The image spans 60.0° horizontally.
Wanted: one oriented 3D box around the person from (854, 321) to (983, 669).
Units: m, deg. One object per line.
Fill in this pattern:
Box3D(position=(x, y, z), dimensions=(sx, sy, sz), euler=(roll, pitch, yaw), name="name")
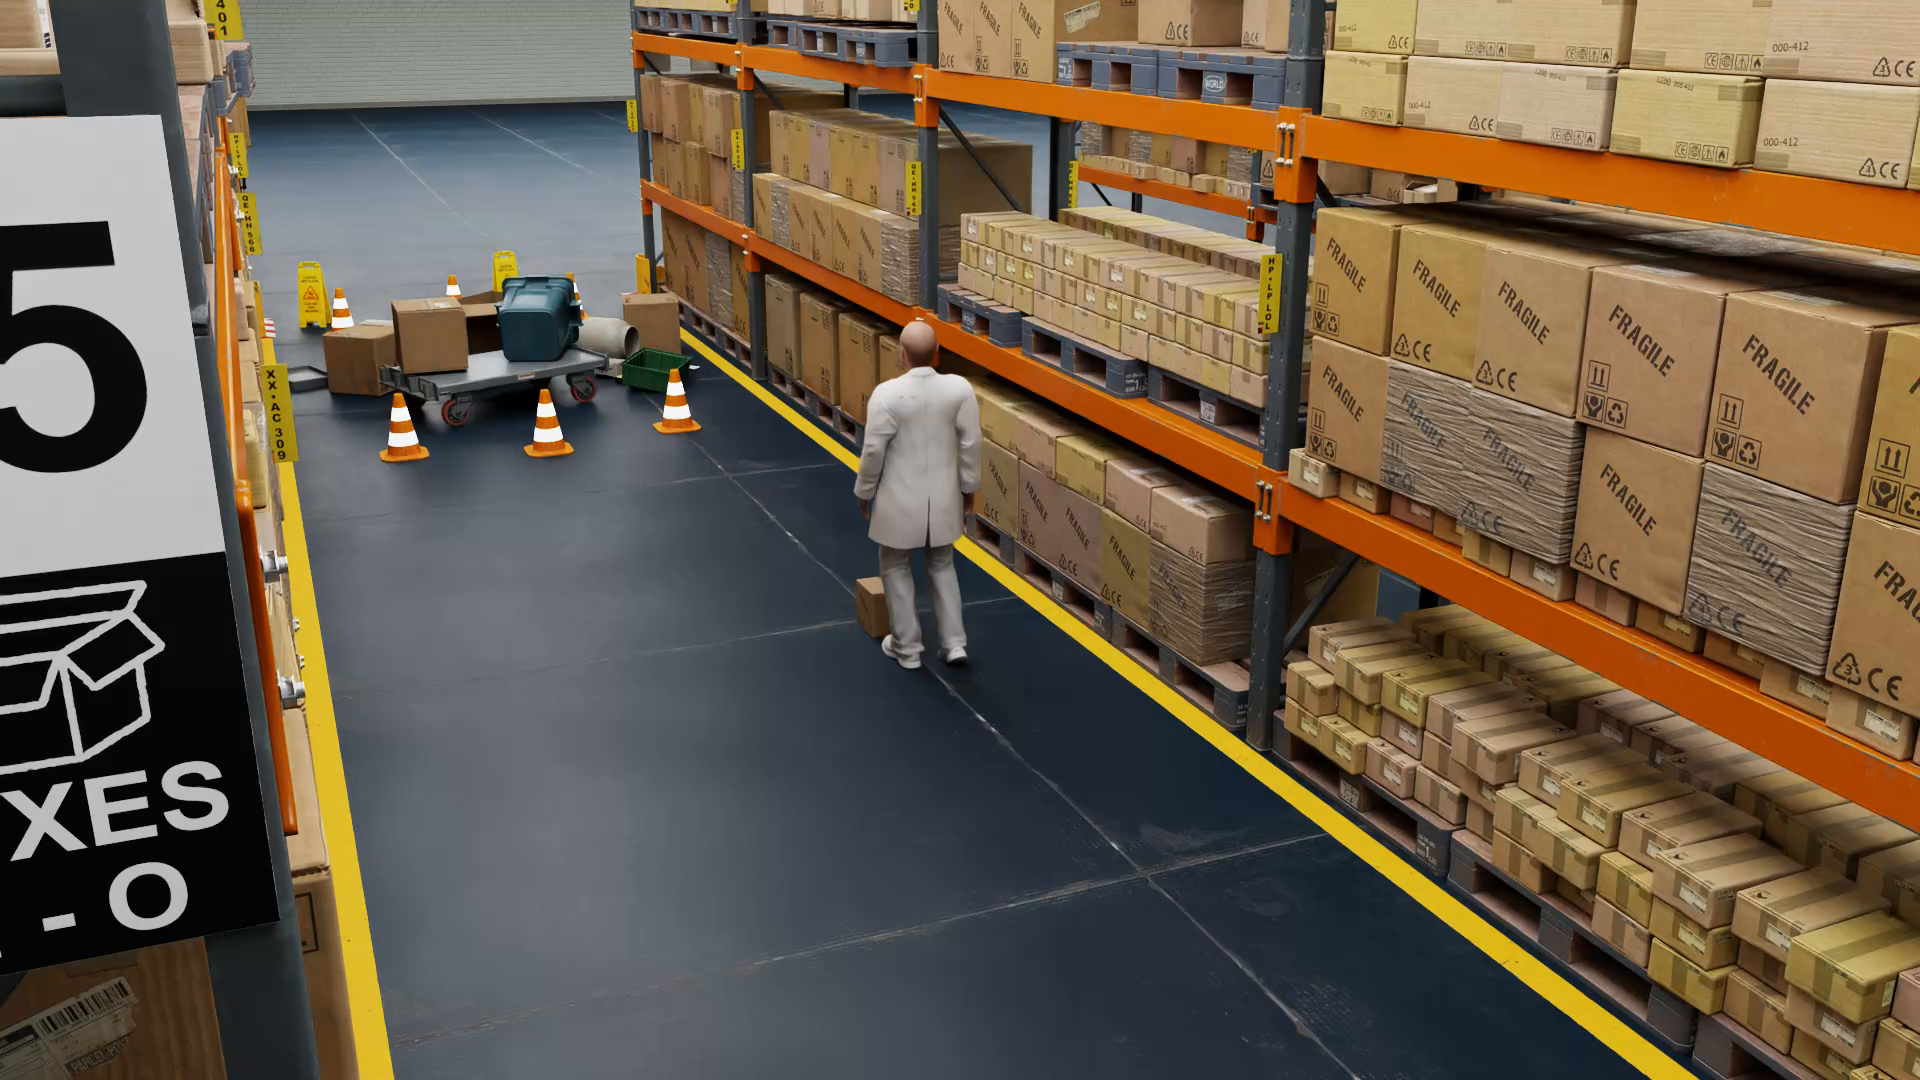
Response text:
Box3D(position=(-0.207, -0.176, 8.288), dimensions=(0.639, 1.867, 0.465), euler=(-7, 20, -21), name="person")
